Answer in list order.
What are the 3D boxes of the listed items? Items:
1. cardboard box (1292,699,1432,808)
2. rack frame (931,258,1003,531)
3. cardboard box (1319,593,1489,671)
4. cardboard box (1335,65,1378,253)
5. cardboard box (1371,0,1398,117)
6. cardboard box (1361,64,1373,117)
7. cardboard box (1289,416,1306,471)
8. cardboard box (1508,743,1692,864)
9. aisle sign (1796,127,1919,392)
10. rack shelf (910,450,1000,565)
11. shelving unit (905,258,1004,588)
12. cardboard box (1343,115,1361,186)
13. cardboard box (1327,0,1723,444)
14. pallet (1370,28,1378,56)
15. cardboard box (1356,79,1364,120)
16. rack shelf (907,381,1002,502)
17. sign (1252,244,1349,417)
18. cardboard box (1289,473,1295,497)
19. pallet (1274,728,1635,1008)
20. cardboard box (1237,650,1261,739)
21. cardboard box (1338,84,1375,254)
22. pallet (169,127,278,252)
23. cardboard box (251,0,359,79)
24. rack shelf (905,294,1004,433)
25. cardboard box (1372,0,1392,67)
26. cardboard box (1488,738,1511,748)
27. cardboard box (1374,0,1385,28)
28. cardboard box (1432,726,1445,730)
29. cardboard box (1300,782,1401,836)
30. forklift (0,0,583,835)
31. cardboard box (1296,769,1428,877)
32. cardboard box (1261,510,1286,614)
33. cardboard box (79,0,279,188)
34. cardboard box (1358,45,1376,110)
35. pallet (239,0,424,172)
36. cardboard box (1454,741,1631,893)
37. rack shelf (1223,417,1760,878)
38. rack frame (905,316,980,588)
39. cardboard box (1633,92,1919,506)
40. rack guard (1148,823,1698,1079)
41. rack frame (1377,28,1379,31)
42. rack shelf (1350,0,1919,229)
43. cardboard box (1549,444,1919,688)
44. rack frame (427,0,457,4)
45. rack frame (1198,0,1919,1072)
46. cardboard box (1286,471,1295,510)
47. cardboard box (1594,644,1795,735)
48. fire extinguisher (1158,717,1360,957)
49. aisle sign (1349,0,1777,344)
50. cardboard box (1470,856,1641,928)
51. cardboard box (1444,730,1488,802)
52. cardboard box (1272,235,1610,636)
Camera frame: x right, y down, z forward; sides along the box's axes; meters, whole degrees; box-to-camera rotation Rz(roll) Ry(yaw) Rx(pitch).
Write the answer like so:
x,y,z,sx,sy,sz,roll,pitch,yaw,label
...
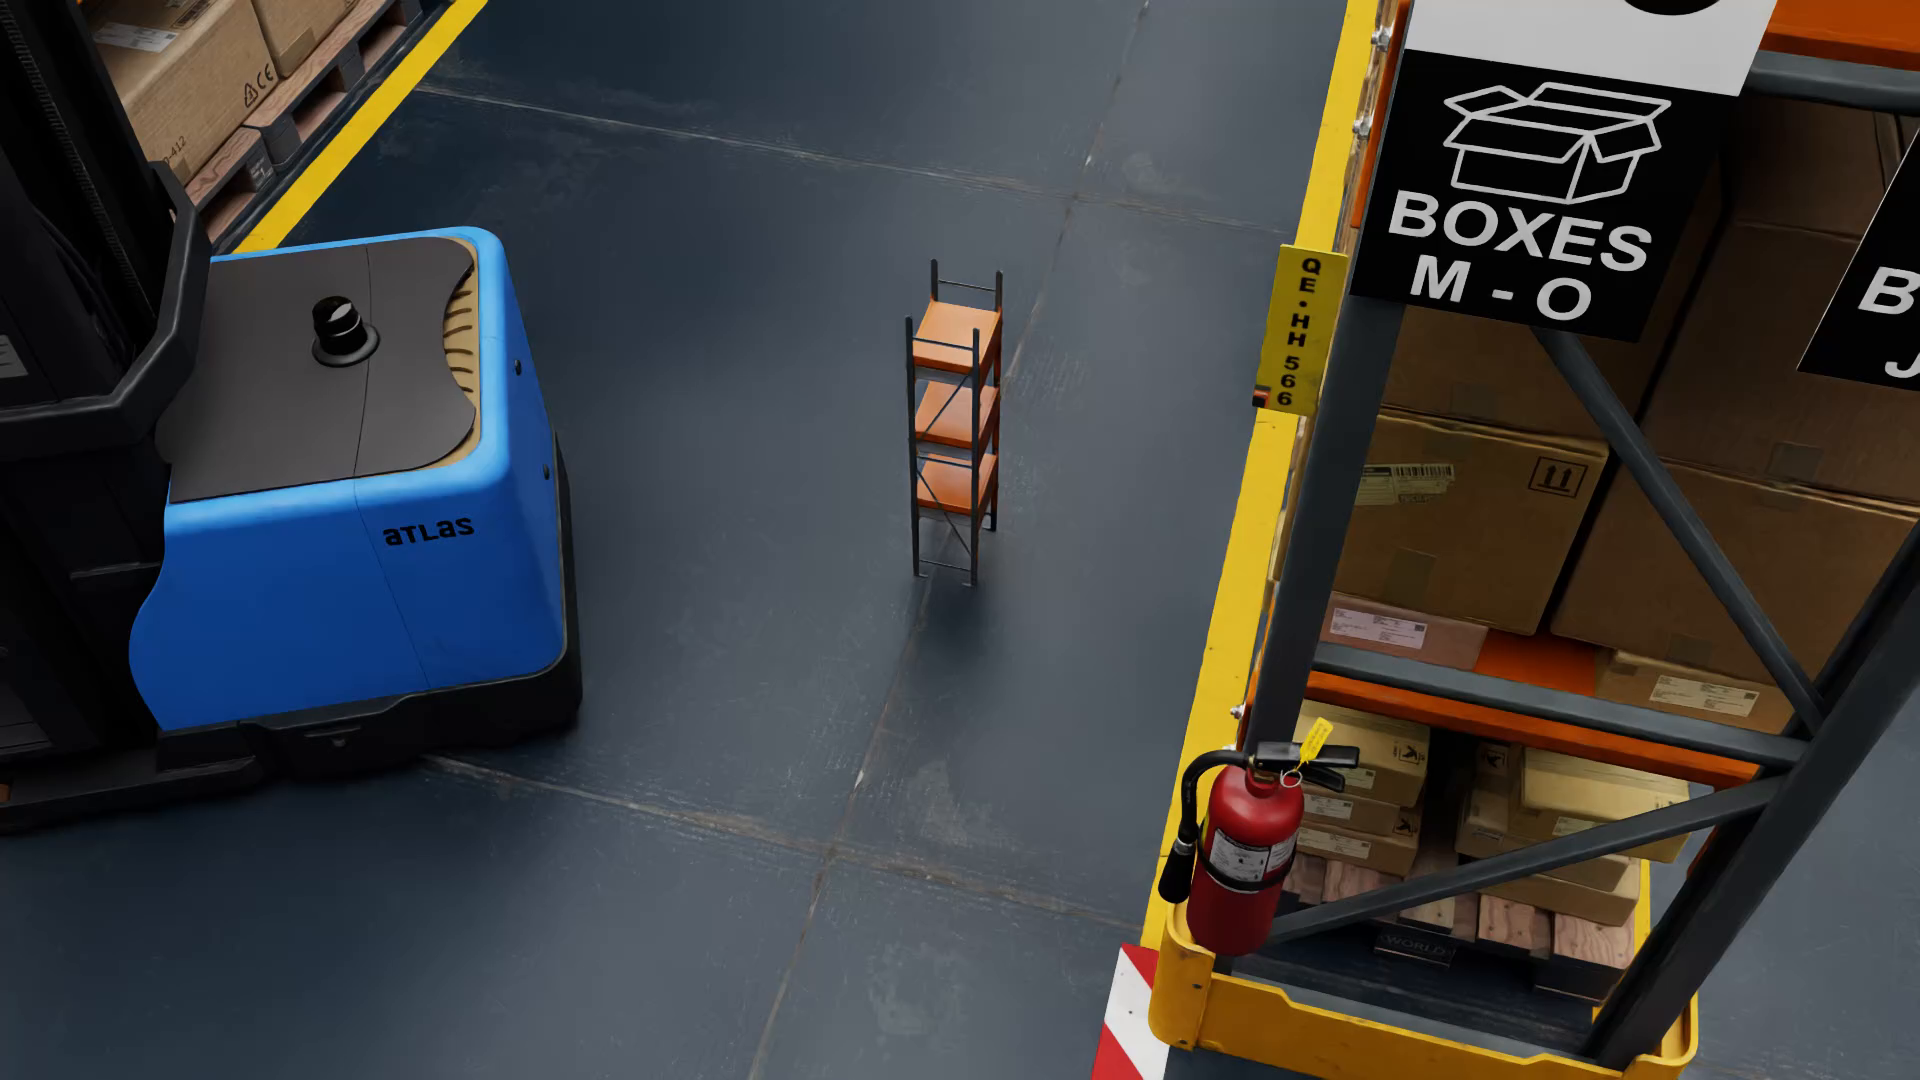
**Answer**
x,y,z,sx,sy,sz,roll,pitch,yaw,label
0.942,0.472,4.057,0.380,0.149,0.250,12,50,10,cardboard box
0.018,-0.397,4.900,0.200,1.050,0.008,12,50,10,rack frame
0.860,0.089,3.338,0.380,0.149,0.250,12,50,10,cardboard box
1.182,-0.950,3.823,0.500,0.500,0.500,12,50,10,cardboard box
1.061,-0.912,3.122,0.500,0.500,0.500,10,49,9,cardboard box
1.323,-1.309,4.139,0.500,0.500,0.500,14,50,12,cardboard box
1.156,-0.291,4.731,0.380,0.149,0.250,13,50,11,cardboard box
1.513,0.593,3.950,0.380,0.149,0.250,10,49,8,cardboard box
1.317,-0.451,1.913,0.394,0.787,0.004,12,50,10,aisle sign
-0.014,-0.118,5.039,0.215,0.259,0.240,12,50,10,rack shelf
-0.014,-0.309,4.822,0.215,1.050,0.252,12,50,10,shelving unit
1.624,-1.399,6.105,0.380,0.149,0.250,13,50,11,cardboard box
0.928,-0.545,2.798,0.500,0.500,0.500,11,49,9,cardboard box
2.304,-2.237,7.083,1.003,0.211,1.213,12,50,10,pallet
1.694,-1.591,6.275,0.380,0.149,0.250,10,49,8,cardboard box
-0.014,-0.302,4.830,0.215,0.259,0.240,12,50,10,rack shelf
0.517,-0.314,2.544,0.100,0.325,0.005,12,50,10,sign
1.170,-0.188,4.838,0.380,0.149,0.250,12,50,11,cardboard box
1.315,0.585,4.593,1.003,0.211,1.213,12,50,10,pallet
0.955,0.474,4.452,0.380,0.149,0.250,13,50,11,cardboard box
1.058,-0.581,3.497,0.500,0.500,0.500,11,49,9,cardboard box
-3.297,-1.157,6.130,1.003,0.211,1.213,12,50,10,pallet
-2.971,-2.358,6.759,0.875,0.438,0.875,11,49,9,cardboard box
-0.014,-0.489,4.617,0.215,0.259,0.240,12,50,10,rack shelf
1.189,-1.289,3.455,0.500,0.500,0.500,14,50,12,cardboard box
1.559,0.488,4.241,0.380,0.149,0.250,11,50,10,cardboard box
1.436,-1.702,4.487,0.500,0.500,0.500,11,49,9,cardboard box
1.064,0.302,4.208,0.380,0.149,0.250,12,50,11,cardboard box
0.911,0.565,4.173,0.380,0.149,0.250,10,49,9,cardboard box
-2.650,-0.566,3.795,3.031,2.935,1.130,-9,49,-8,forklift
0.985,0.680,4.271,0.380,0.149,0.250,12,50,11,cardboard box
1.009,0.089,4.395,0.380,0.149,0.250,11,49,9,cardboard box
-3.206,-1.710,6.187,0.875,0.438,0.875,10,49,9,cardboard box
1.696,-1.691,6.165,0.380,0.149,0.250,14,50,12,cardboard box
-2.978,-2.042,6.912,1.003,0.211,1.213,12,50,10,pallet
1.433,0.675,4.076,0.380,0.149,0.250,13,50,12,cardboard box
1.574,-0.911,4.533,1.077,0.370,4.000,12,50,10,rack shelf
-0.046,-0.220,4.744,0.200,1.050,0.008,12,50,10,rack frame
1.422,-0.437,2.703,0.500,0.500,0.500,11,50,10,cardboard box
1.067,1.070,3.973,1.175,0.500,0.348,12,50,10,rack guard
2.100,-2.596,5.540,1.000,3.000,0.127,12,50,10,rack frame
1.574,-1.904,3.409,1.077,0.370,4.000,12,50,10,rack shelf
1.432,-0.104,3.076,0.500,0.500,0.500,14,50,12,cardboard box
-2.702,-3.500,6.338,1.000,3.000,0.127,12,50,10,rack frame
1.047,0.297,2.987,1.000,3.000,0.127,12,50,10,rack frame
1.166,-0.078,4.940,0.380,0.149,0.250,10,49,8,cardboard box
1.449,0.211,3.231,0.380,0.149,0.250,11,50,10,cardboard box
0.536,0.538,3.075,0.296,0.674,0.183,12,50,10,fire extinguisher
0.739,-0.569,2.018,0.394,0.787,0.004,12,50,10,aisle sign
1.494,0.786,4.177,0.380,0.149,0.250,12,50,11,cardboard box
1.484,0.581,4.358,0.380,0.149,0.250,11,50,10,cardboard box
0.917,-0.210,3.169,0.500,0.500,0.500,12,50,11,cardboard box
